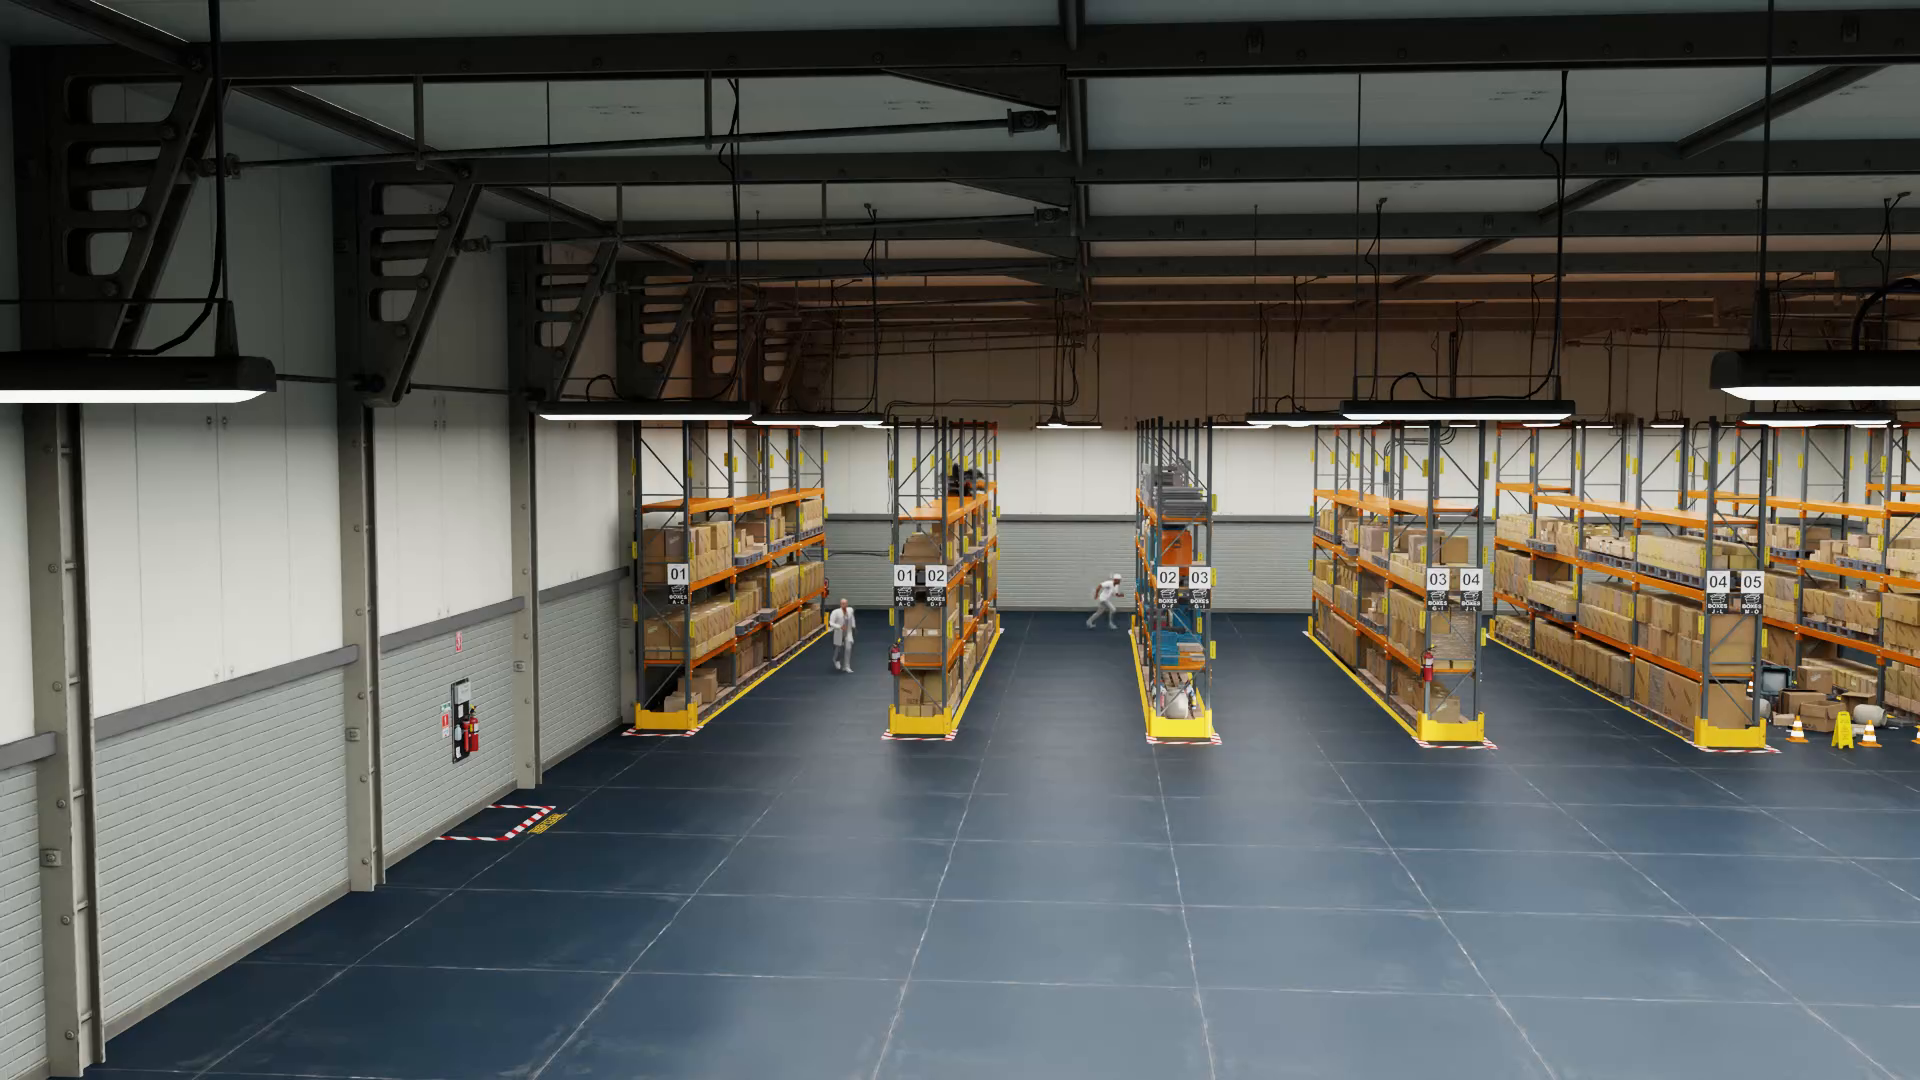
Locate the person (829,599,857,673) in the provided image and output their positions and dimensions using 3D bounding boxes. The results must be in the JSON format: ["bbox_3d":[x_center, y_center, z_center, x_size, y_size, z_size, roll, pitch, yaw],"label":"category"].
[{"bbox_3d":[-2.822,2.257,39.689,0.692,1.750,1.014,-1,4,-19],"label":"person"}]

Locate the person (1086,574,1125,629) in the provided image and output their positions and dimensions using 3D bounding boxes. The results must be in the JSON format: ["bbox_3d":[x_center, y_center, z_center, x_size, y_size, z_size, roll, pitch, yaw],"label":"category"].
[{"bbox_3d":[4.211,1.763,48.123,1.113,1.582,0.712,2,4,23],"label":"person"}]
